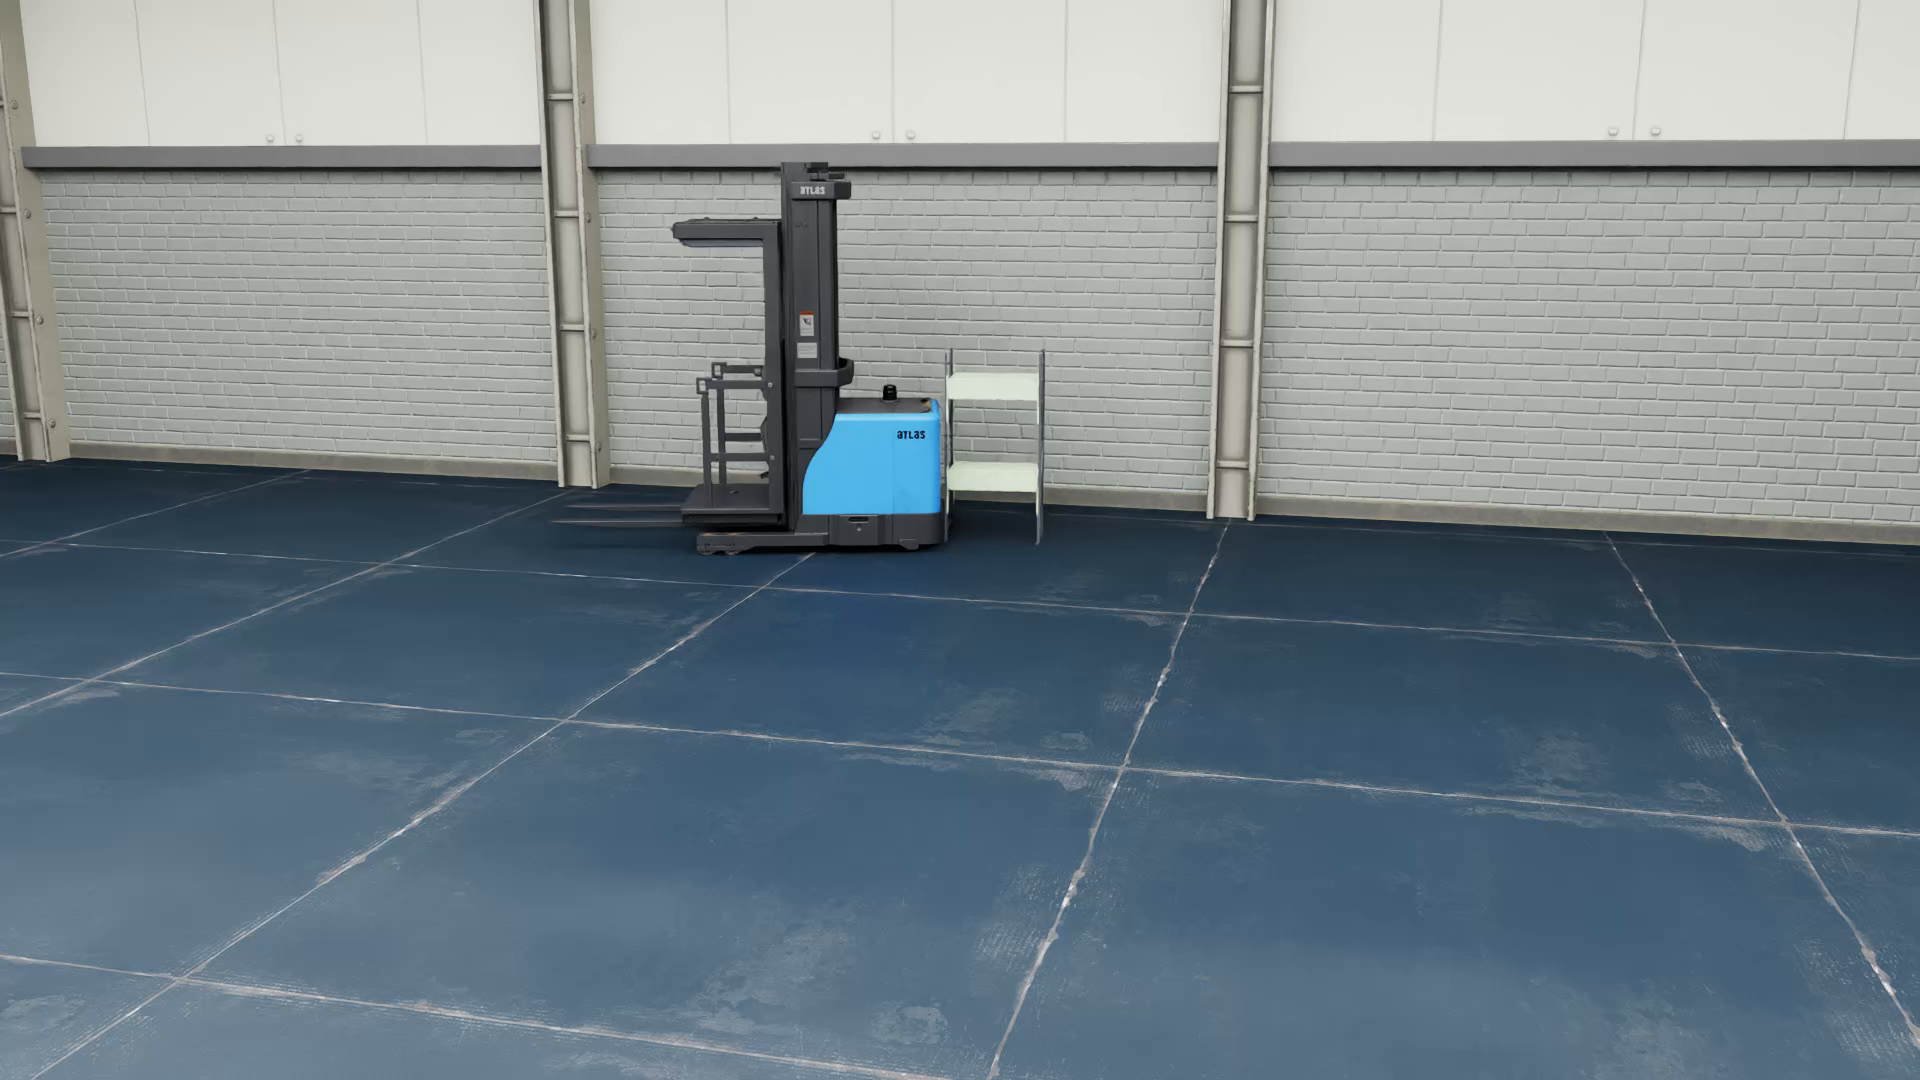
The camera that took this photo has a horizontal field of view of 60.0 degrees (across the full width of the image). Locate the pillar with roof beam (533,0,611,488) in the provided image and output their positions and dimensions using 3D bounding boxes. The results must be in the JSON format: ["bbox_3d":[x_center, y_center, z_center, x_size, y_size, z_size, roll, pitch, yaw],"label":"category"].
[{"bbox_3d":[-4.542,-4.007,10.519,0.400,9.000,9.100,3,13,14],"label":"pillar with roof beam"}]

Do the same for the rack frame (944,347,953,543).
[{"bbox_3d":[-0.089,-0.754,13.170,0.023,1.500,0.400,1,13,6],"label":"rack frame"}]

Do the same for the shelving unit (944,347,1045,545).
[{"bbox_3d":[0.275,-0.745,13.129,0.755,1.500,0.431,1,13,6],"label":"shelving unit"}]

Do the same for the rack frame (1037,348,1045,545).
[{"bbox_3d":[0.638,-0.736,13.088,0.023,1.500,0.400,1,13,6],"label":"rack frame"}]

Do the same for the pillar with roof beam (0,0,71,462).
[{"bbox_3d":[-10.367,-4.318,11.922,0.400,9.000,9.100,3,13,14],"label":"pillar with roof beam"}]

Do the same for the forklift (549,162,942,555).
[{"bbox_3d":[-1.664,-1.433,12.924,3.031,2.935,1.130,0,13,-2],"label":"forklift"}]

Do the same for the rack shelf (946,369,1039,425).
[{"bbox_3d":[0.275,-1.126,13.044,0.720,0.370,0.431,1,13,6],"label":"rack shelf"}]

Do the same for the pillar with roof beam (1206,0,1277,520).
[{"bbox_3d":[1.283,-3.696,9.116,0.400,9.000,9.100,3,13,14],"label":"pillar with roof beam"}]

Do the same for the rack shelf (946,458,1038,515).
[{"bbox_3d":[0.275,-0.427,13.200,0.720,0.370,0.431,1,13,6],"label":"rack shelf"}]
